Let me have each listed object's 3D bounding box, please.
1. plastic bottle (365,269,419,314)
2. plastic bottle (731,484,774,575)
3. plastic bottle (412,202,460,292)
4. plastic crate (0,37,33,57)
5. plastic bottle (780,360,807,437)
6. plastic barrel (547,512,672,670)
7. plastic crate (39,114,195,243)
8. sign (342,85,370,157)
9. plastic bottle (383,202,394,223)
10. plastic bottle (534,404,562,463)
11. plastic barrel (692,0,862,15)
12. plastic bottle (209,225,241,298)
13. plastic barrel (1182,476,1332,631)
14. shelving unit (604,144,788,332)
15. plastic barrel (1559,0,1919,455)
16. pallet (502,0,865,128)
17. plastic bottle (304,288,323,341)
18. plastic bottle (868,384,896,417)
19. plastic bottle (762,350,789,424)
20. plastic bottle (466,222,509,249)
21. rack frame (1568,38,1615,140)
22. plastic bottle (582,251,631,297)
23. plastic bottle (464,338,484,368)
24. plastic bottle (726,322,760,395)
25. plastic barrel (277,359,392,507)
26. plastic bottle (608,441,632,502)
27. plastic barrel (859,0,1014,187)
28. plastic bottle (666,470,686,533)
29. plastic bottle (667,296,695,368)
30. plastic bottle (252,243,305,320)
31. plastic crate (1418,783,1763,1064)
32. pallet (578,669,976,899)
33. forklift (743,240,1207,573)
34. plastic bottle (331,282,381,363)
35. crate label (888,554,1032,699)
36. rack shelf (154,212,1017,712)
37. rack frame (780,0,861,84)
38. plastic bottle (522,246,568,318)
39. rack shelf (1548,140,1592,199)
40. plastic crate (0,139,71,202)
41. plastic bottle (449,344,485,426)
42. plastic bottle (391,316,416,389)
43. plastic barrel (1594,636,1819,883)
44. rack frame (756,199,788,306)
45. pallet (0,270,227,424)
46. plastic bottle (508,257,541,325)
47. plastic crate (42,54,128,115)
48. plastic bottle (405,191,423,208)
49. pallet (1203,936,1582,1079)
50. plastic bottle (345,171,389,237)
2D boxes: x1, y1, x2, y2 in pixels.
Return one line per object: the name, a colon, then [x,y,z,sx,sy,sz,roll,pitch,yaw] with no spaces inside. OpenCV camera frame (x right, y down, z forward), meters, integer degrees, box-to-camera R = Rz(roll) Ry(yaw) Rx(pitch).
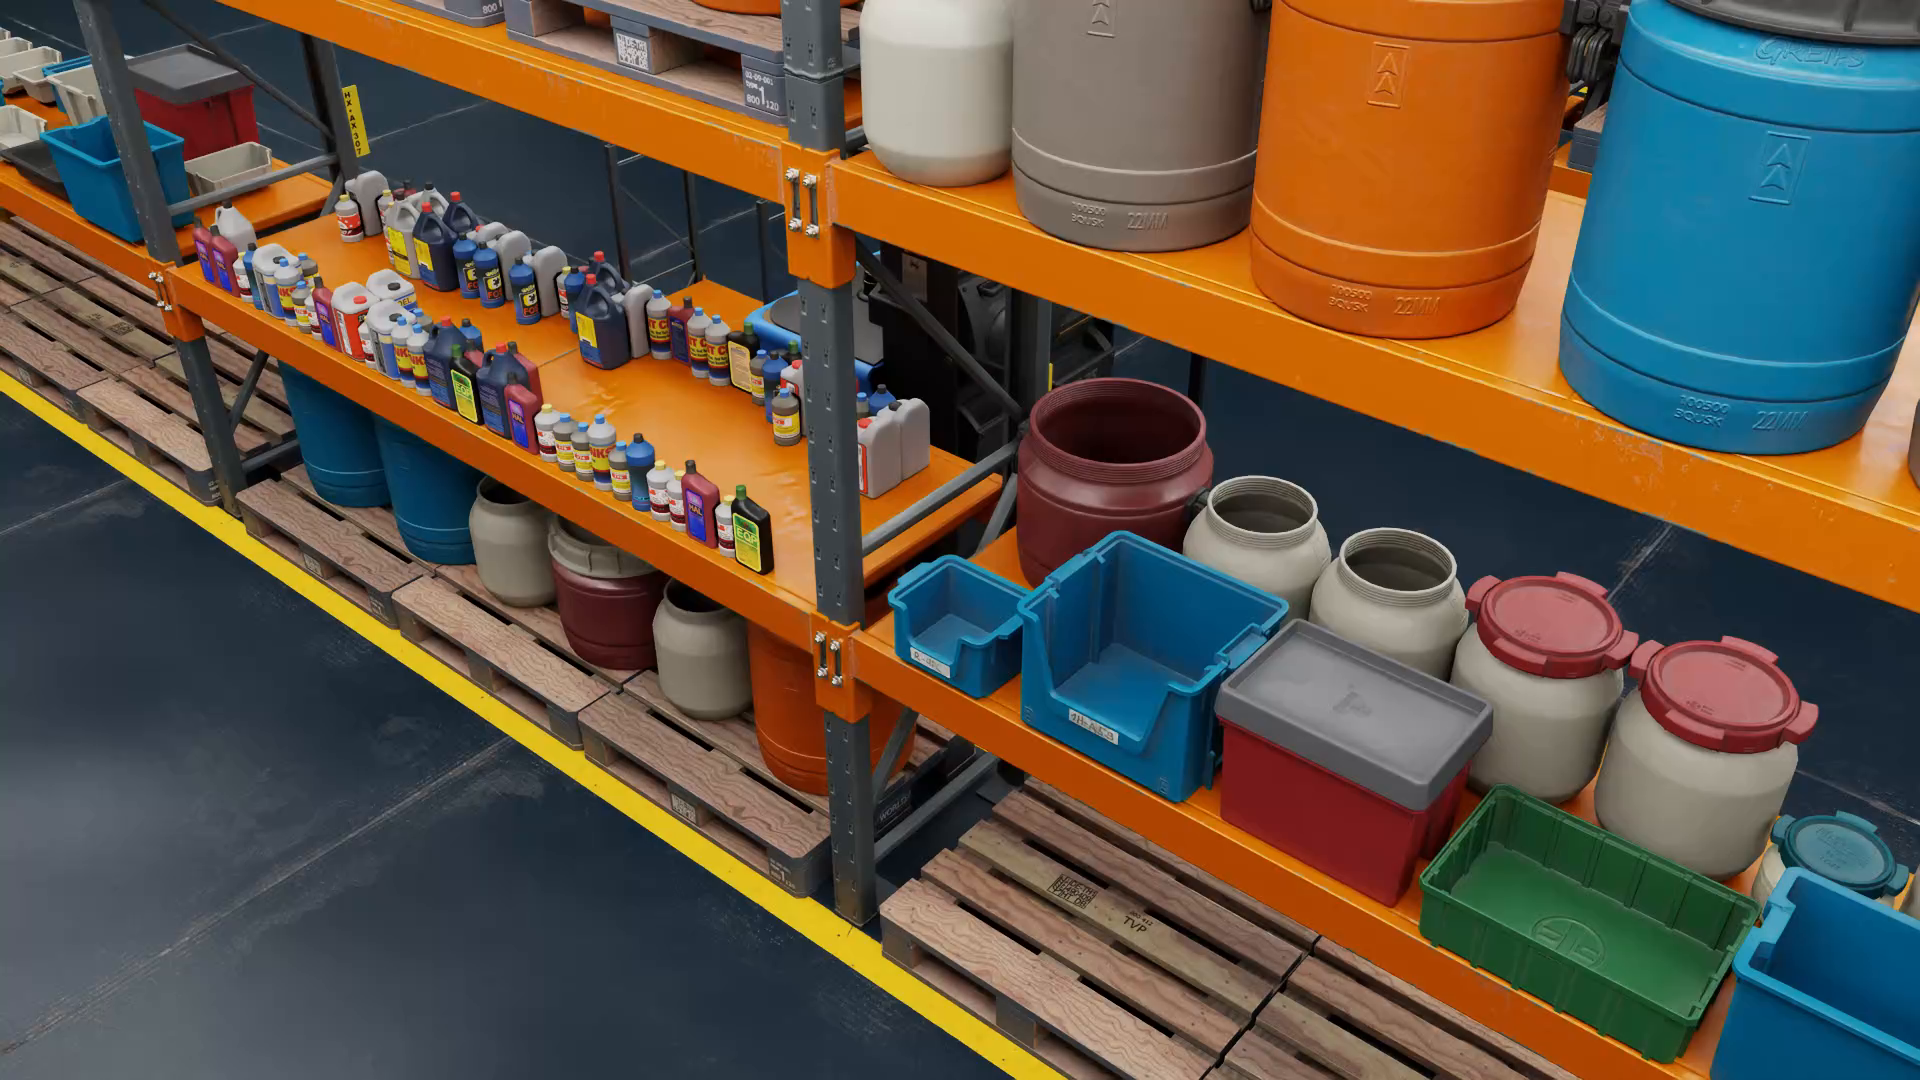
plastic bottle: [-2.227,-0.917,6.545,0.135,0.276,0.152,25,42,32]
plastic bottle: [-0.657,-0.035,5.254,0.133,0.283,0.061,25,42,32]
plastic bottle: [-2.182,-1.230,6.935,0.185,0.351,0.144,25,42,32]
plastic crate: [-5.265,-2.608,9.078,0.243,0.136,0.396,25,42,32]
plastic bottle: [-0.555,-0.536,5.990,0.135,0.276,0.152,25,42,32]
plastic barrel: [-1.328,0.120,6.685,0.708,0.588,0.600,25,42,32]
plastic crate: [-3.724,-1.610,7.406,0.575,0.384,0.392,25,42,32]
sign: [-2.794,-1.924,7.657,0.005,0.325,0.100,25,42,32]
plastic bottle: [-2.467,-1.382,7.288,0.097,0.201,0.097,0,34,0]
plastic bottle: [-1.435,-0.381,5.831,0.097,0.201,0.097,0,34,0]
plastic barrel: [-0.508,-1.916,4.490,0.708,0.830,0.600,25,42,32]
plastic bottle: [-3.036,-1.156,6.887,0.133,0.283,0.061,25,42,32]
plastic barrel: [0.854,0.111,4.839,0.421,0.512,0.421,0,34,0]
shelving unit: [-1.113,-1.148,8.096,1.083,1.500,0.587,26,42,32]
plastic barrel: [1.466,-0.680,2.998,0.708,0.901,0.600,25,42,32]
pallet: [-0.599,-1.600,4.948,1.213,0.211,1.003,25,42,32]
plastic bottle: [-2.533,-0.899,6.584,0.097,0.201,0.097,0,34,0]
plastic bottle: [-0.271,-0.420,5.826,0.097,0.271,0.097,0,34,0]
plastic bottle: [-0.665,-0.561,6.032,0.097,0.271,0.097,0,34,0]
plastic bottle: [-1.969,-1.203,6.961,0.135,0.276,0.152,25,42,32]
rack frame: [3.096,-2.277,8.416,0.127,3.000,1.000,25,42,32]
plastic bottle: [-1.385,-0.961,6.543,0.185,0.351,0.144,25,42,32]
plastic bottle: [-1.741,-0.591,6.063,0.133,0.283,0.061,25,42,32]
plastic bottle: [-0.806,-0.691,6.209,0.133,0.283,0.061,25,42,32]
plastic barrel: [-2.740,-0.675,7.565,0.708,0.901,0.600,25,42,32]
plastic bottle: [-1.136,-0.240,5.626,0.097,0.201,0.097,0,34,0]
plastic barrel: [-0.031,-1.159,4.039,0.421,0.512,0.421,0,34,0]
plastic bottle: [-0.912,-0.134,5.472,0.097,0.201,0.097,0,34,0]
plastic bottle: [-1.058,-0.810,6.383,0.133,0.283,0.061,25,42,32]
plastic bottle: [-2.754,-1.054,6.744,0.135,0.276,0.152,25,42,32]
plastic crate: [1.482,0.906,3.968,0.662,0.188,0.450,25,42,32]
pallet: [-0.706,0.760,6.457,1.213,0.211,1.003,25,42,32]
forklift: [0.482,-0.978,6.586,3.031,2.935,1.130,25,42,32]
plastic bottle: [-2.324,-0.851,6.449,0.135,0.276,0.152,25,42,32]
crate label: [0.011,0.263,4.866,0.416,0.233,0.303,25,42,32]
rack shelf: [-1.610,-0.550,6.537,4.000,0.370,1.077,25,42,32]
rack frame: [-0.073,-2.595,3.580,0.127,3.000,1.000,25,42,32]
plastic bottle: [-1.688,-1.070,6.768,0.135,0.276,0.152,25,42,32]
rack shelf: [4.633,-1.256,7.565,4.000,0.370,1.077,25,42,32]
plastic crate: [-4.180,-1.771,7.869,0.590,0.125,0.437,25,42,32]
plastic bottle: [-1.780,-0.564,6.025,0.133,0.283,0.061,25,42,32]
plastic bottle: [-2.074,-0.711,6.250,0.097,0.271,0.097,0,34,0]
plastic barrel: [1.842,0.563,4.160,0.433,0.535,0.433,0,34,0]
rack frame: [-0.717,-0.959,7.821,0.032,1.500,0.500,26,42,32]
pallet: [-4.679,-1.113,9.184,1.213,0.211,1.003,25,42,32]
plastic bottle: [-1.753,-1.007,6.680,0.097,0.271,0.097,0,34,0]
plastic crate: [-4.479,-2.343,8.607,0.300,0.233,0.416,25,42,32]
plastic bottle: [-2.357,-1.385,7.227,0.135,0.276,0.152,25,42,32]
pallet: [1.431,1.767,4.991,1.213,0.211,1.003,25,42,32]
plastic bottle: [-2.638,-1.518,7.420,0.135,0.276,0.152,25,42,32]
